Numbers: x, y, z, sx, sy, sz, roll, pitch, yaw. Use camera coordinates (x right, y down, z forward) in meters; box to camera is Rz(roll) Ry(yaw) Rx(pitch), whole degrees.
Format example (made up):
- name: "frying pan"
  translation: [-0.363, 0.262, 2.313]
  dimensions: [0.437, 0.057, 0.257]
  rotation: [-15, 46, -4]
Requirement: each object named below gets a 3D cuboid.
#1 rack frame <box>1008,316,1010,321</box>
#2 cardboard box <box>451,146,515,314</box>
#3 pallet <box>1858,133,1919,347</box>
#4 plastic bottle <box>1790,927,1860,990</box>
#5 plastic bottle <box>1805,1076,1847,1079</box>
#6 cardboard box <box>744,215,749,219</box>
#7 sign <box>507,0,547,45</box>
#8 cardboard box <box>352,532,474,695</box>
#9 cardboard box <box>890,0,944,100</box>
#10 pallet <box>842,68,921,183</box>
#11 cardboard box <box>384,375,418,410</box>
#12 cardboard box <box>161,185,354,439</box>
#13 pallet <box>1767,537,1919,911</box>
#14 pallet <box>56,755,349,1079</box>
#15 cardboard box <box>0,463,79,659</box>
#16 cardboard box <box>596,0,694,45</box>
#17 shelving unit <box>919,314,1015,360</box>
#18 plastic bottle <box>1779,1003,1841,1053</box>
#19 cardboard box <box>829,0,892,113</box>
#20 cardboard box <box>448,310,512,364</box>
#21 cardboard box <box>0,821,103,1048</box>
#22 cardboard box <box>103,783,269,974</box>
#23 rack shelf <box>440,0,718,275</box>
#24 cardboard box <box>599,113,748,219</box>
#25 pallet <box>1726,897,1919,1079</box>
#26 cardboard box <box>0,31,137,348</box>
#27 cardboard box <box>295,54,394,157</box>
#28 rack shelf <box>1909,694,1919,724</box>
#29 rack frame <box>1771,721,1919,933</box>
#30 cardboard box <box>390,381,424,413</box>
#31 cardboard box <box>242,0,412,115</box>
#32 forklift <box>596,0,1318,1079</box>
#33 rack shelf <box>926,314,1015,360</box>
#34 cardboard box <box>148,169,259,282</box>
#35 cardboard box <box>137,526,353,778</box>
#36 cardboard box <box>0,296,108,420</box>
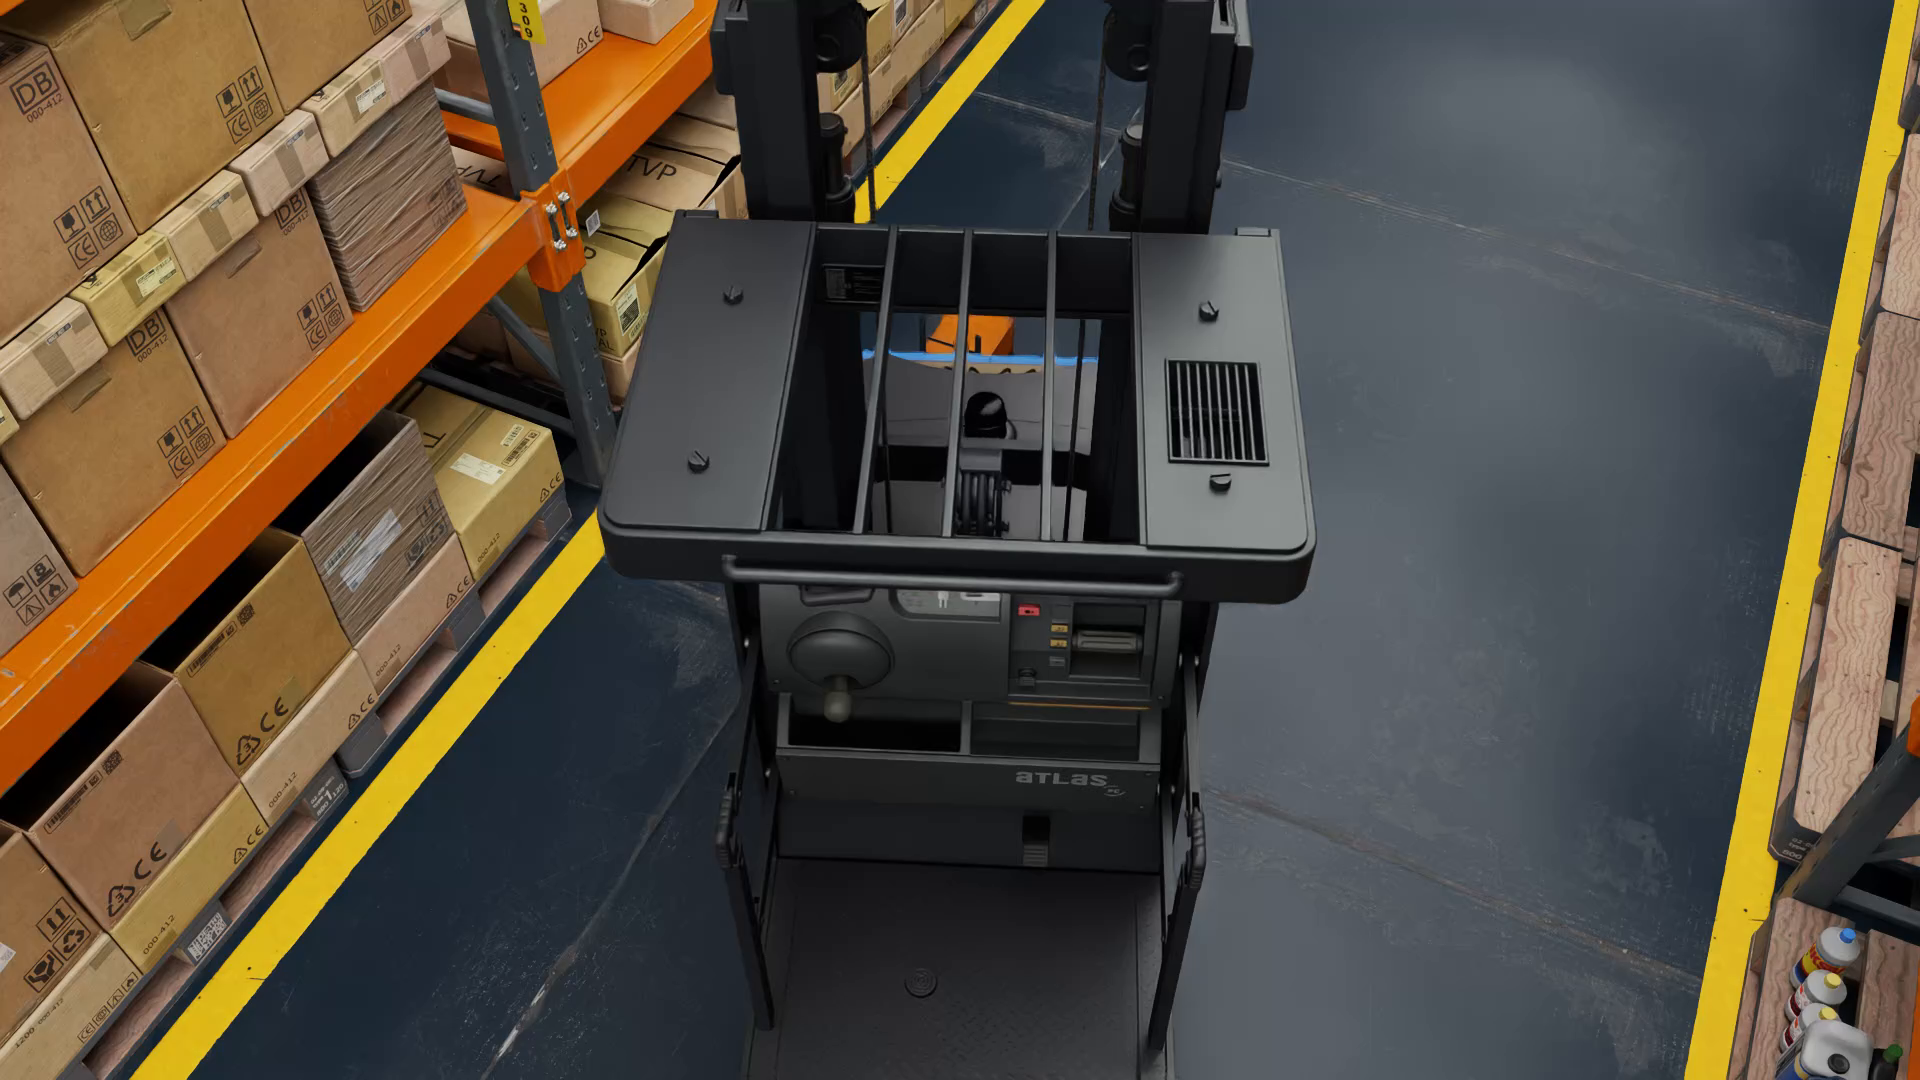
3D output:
- name: "rack frame"
  translation: [0.075, -0.461, 5.453]
  dimensions: [0.200, 1.050, 0.008]
  rotation: [20, 52, 16]
- name: "cardboard box"
  translation: [-1.757, -1.138, 5.911]
  dimensions: [0.500, 0.311, 0.500]
  rotation: [20, 52, 16]
- name: "pallet"
  translation: [4.149, -1.055, 6.509]
  dimensions: [1.003, 0.211, 1.213]
  rotation: [20, 52, 16]
- name: "plastic bottle"
  translation: [2.273, 1.093, 4.353]
  dimensions: [0.097, 0.271, 0.097]
  rotation: [0, 50, 0]
- name: "plastic bottle"
  translation: [2.086, 1.411, 4.030]
  dimensions: [0.144, 0.351, 0.185]
  rotation: [21, 53, 17]
- name: "cardboard box"
  translation: [-1.055, -1.133, 6.274]
  dimensions: [0.500, 0.250, 0.500]
  rotation: [21, 53, 17]
- name: "sign"
  translation: [-1.169, -1.466, 4.408]
  dimensions: [0.100, 0.325, 0.005]
  rotation: [20, 52, 16]
- name: "cardboard box"
  translation: [-1.894, 0.147, 5.185]
  dimensions: [0.500, 0.250, 0.500]
  rotation: [20, 52, 16]
- name: "cardboard box"
  translation: [-0.401, -2.196, 7.179]
  dimensions: [0.500, 0.250, 0.500]
  rotation: [21, 53, 17]
- name: "pallet"
  translation: [-0.872, -1.799, 7.142]
  dimensions: [1.003, 0.211, 1.213]
  rotation: [20, 52, 16]
- name: "cardboard box"
  translation: [-2.152, -0.610, 5.337]
  dimensions: [0.500, 0.500, 0.500]
  rotation: [20, 52, 16]
- name: "cardboard box"
  translation: [-2.074, -0.699, 4.310]
  dimensions: [0.700, 0.500, 0.500]
  rotation: [19, 52, 16]
- name: "pallet"
  translation: [3.106, 0.625, 5.080]
  dimensions: [1.003, 0.211, 1.213]
  rotation: [20, 52, 16]
- name: "pallet"
  translation: [-2.569, 0.941, 4.810]
  dimensions: [1.003, 0.211, 1.213]
  rotation: [20, 52, 16]
- name: "cardboard box"
  translation: [-2.510, -0.002, 3.716]
  dimensions: [0.700, 0.500, 0.500]
  rotation: [21, 53, 17]
- name: "cardboard box"
  translation: [-1.108, -1.802, 5.478]
  dimensions: [0.380, 0.149, 0.250]
  rotation: [20, 52, 16]
- name: "shelving unit"
  translation: [0.023, -0.377, 5.382]
  dimensions: [0.215, 1.050, 0.252]
  rotation: [20, 52, 16]
- name: "plastic bottle"
  translation: [2.187, 1.256, 4.260]
  dimensions: [0.097, 0.201, 0.097]
  rotation: [0, 50, 0]
- name: "cardboard box"
  translation: [-0.614, -2.029, 6.668]
  dimensions: [0.500, 0.311, 0.500]
  rotation: [21, 53, 17]
- name: "cardboard box"
  translation: [-1.756, -0.964, 6.131]
  dimensions: [0.500, 0.250, 0.500]
  rotation: [19, 52, 16]
- name: "cardboard box"
  translation: [-2.536, 0.937, 4.021]
  dimensions: [0.500, 0.500, 0.500]
  rotation: [20, 52, 16]
- name: "cardboard box"
  translation: [-2.307, 0.841, 4.595]
  dimensions: [0.500, 0.250, 0.500]
  rotation: [20, 52, 16]
- name: "rack shelf"
  translation: [-0.817, -2.484, 6.366]
  dimensions: [1.077, 0.370, 4.000]
  rotation: [20, 52, 16]
- name: "cardboard box"
  translation: [-1.051, -1.313, 6.059]
  dimensions: [0.500, 0.311, 0.500]
  rotation: [19, 52, 16]
- name: "pallet"
  translation: [2.481, 1.627, 4.227]
  dimensions: [1.003, 0.211, 1.213]
  rotation: [20, 52, 16]
- name: "cardboard box"
  translation: [-2.284, -0.792, 3.537]
  dimensions: [0.700, 0.500, 0.500]
  rotation: [20, 52, 16]
- name: "cardboard box"
  translation: [-1.701, -1.156, 4.272]
  dimensions: [0.380, 0.149, 0.250]
  rotation: [19, 52, 15]
- name: "rack shelf"
  translation: [3.660, -0.869, 4.992]
  dimensions: [1.077, 0.370, 4.000]
  rotation: [20, 52, 16]
- name: "rack frame"
  translation: [2.806, 0.275, 3.547]
  dimensions: [1.000, 3.000, 0.127]
  rotation: [20, 52, 16]
- name: "cardboard box"
  translation: [-2.143, -0.364, 5.620]
  dimensions: [0.500, 0.250, 0.500]
  rotation: [20, 52, 16]
- name: "cardboard box"
  translation: [-1.855, -1.485, 4.126]
  dimensions: [0.700, 0.500, 0.500]
  rotation: [20, 52, 16]
- name: "forklift"
  translation: [0.013, 0.325, 3.549]
  dimensions: [1.130, 2.935, 3.031]
  rotation: [2, 50, 2]
- name: "rack shelf"
  translation: [0.023, -0.554, 5.173]
  dimensions: [0.215, 0.259, 0.240]
  rotation: [20, 52, 16]
- name: "cardboard box"
  translation: [-1.922, -0.793, 3.964]
  dimensions: [0.380, 0.149, 0.250]
  rotation: [20, 52, 16]
- name: "cardboard box"
  translation: [-2.106, 0.249, 4.606]
  dimensions: [0.500, 0.500, 0.500]
  rotation: [20, 52, 16]
- name: "cardboard box"
  translation: [-2.137, -0.451, 3.673]
  dimensions: [0.380, 0.149, 0.250]
  rotation: [21, 53, 17]
